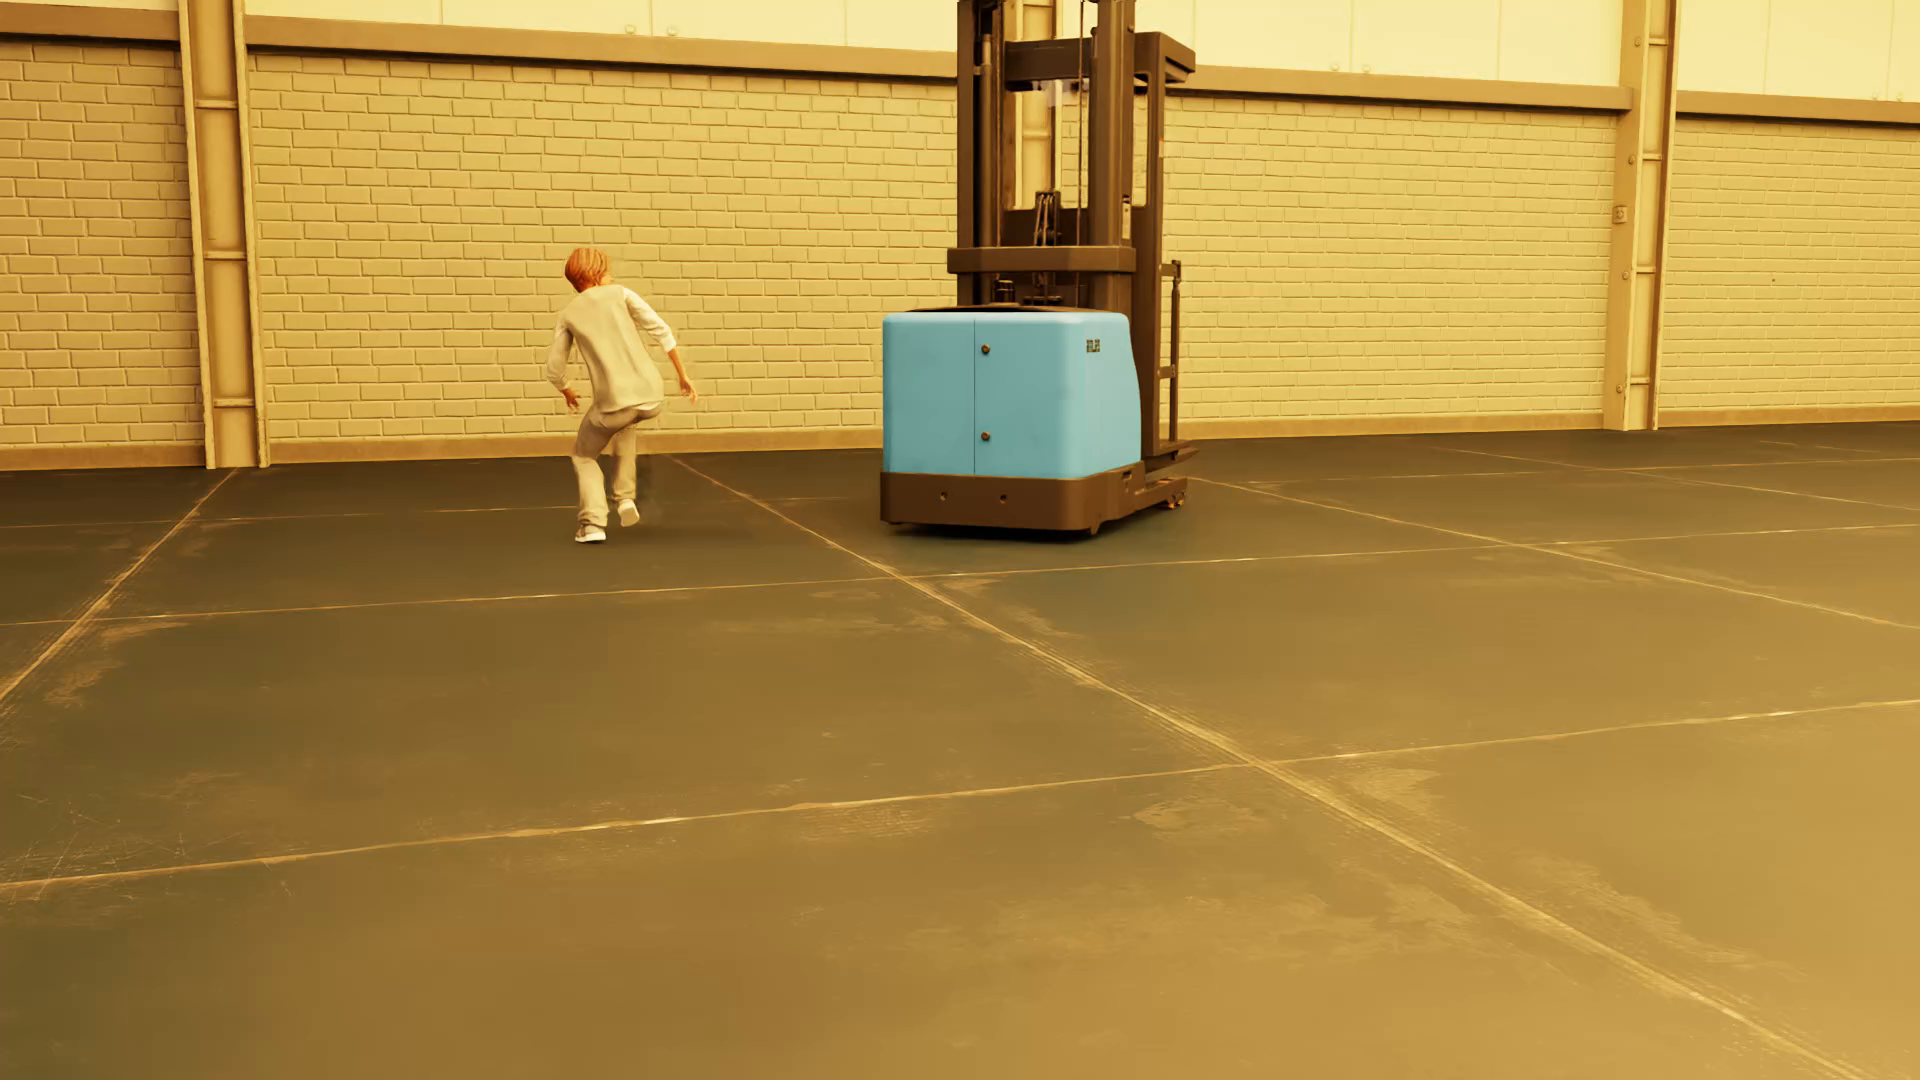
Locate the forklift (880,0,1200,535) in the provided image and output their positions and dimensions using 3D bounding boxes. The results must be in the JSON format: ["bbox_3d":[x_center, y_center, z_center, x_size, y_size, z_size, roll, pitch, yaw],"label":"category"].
[{"bbox_3d":[0.633,-1.636,9.076,1.130,2.935,3.031,3,8,22],"label":"forklift"}]

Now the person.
[{"bbox_3d":[-1.650,-0.698,7.999,0.642,1.399,0.654,-3,8,-23],"label":"person"}]
